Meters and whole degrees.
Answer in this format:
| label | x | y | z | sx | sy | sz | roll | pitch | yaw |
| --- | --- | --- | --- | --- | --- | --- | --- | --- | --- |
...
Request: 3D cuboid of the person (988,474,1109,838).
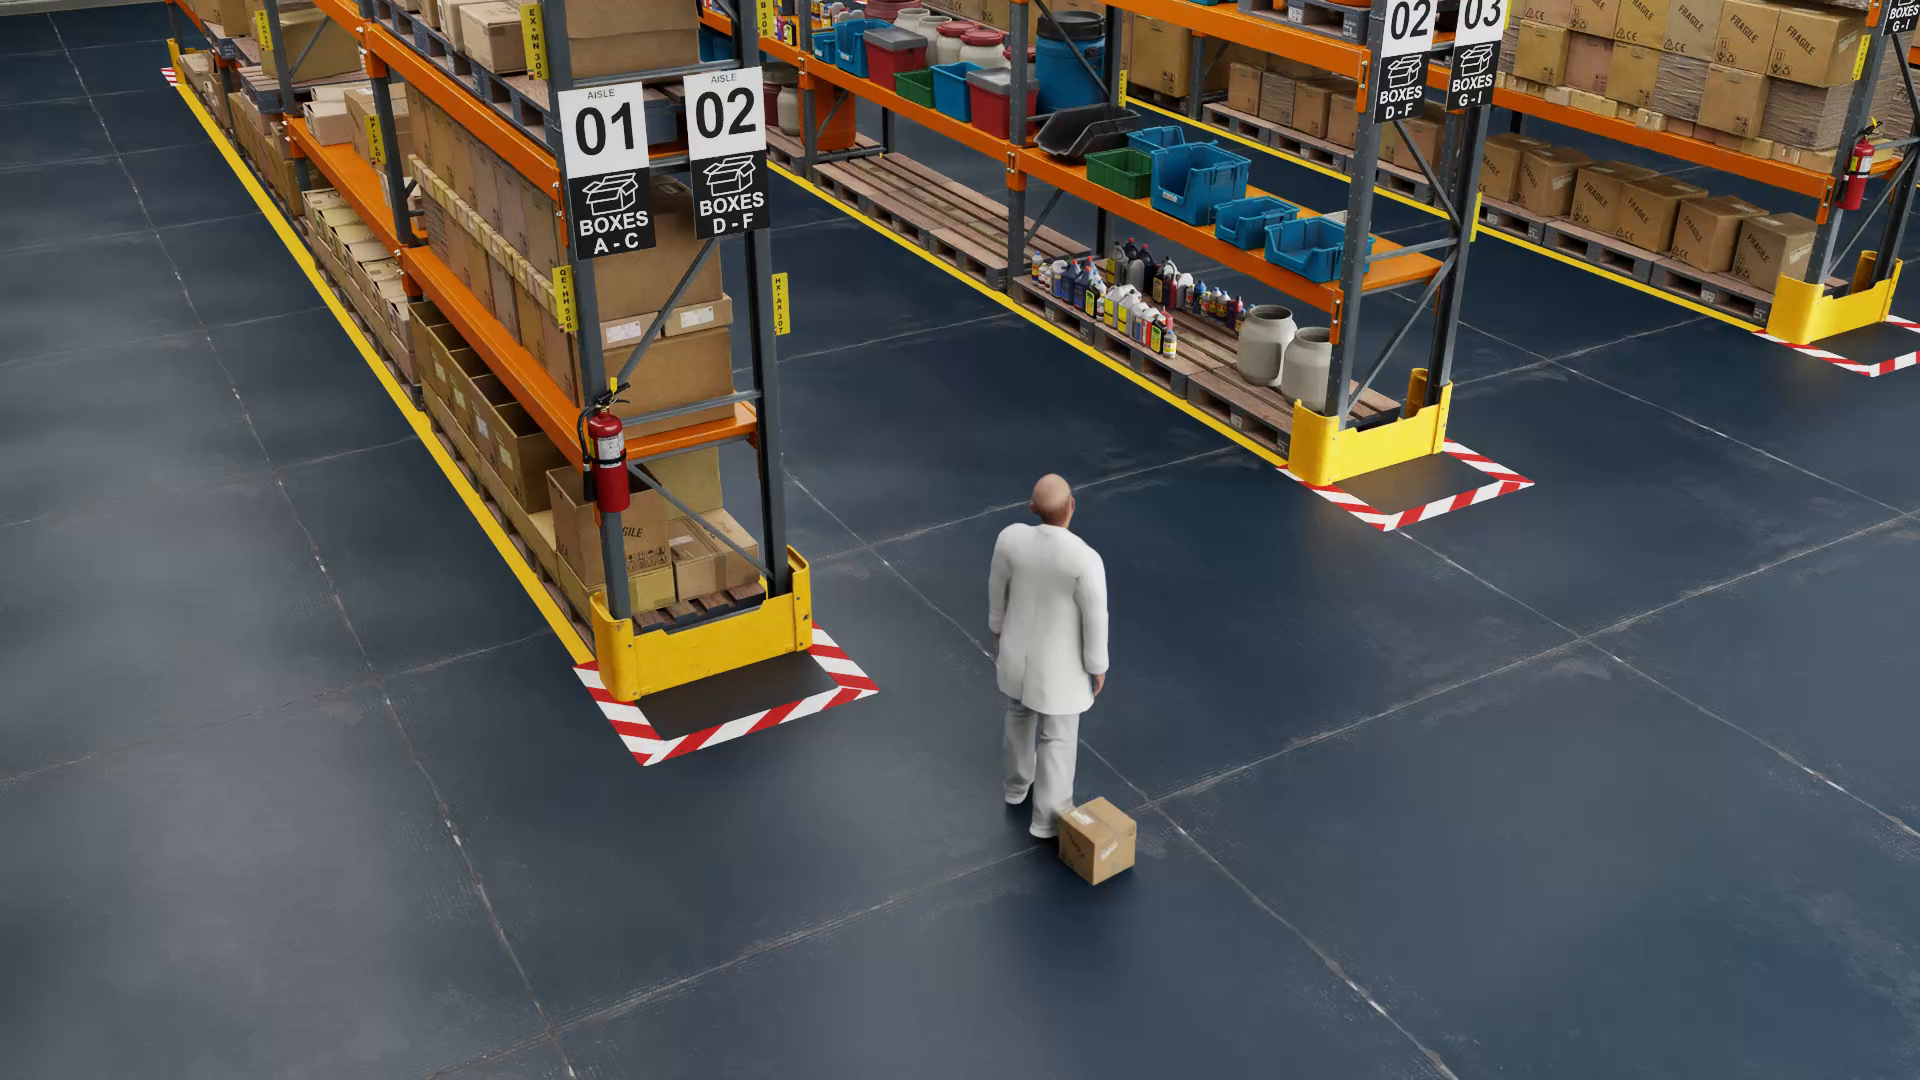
| label | x | y | z | sx | sy | sz | roll | pitch | yaw |
| --- | --- | --- | --- | --- | --- | --- | --- | --- | --- |
| person | 0.413 | 0.497 | 7.610 | 0.649 | 1.787 | 0.504 | 19 | 34 | 31 |
